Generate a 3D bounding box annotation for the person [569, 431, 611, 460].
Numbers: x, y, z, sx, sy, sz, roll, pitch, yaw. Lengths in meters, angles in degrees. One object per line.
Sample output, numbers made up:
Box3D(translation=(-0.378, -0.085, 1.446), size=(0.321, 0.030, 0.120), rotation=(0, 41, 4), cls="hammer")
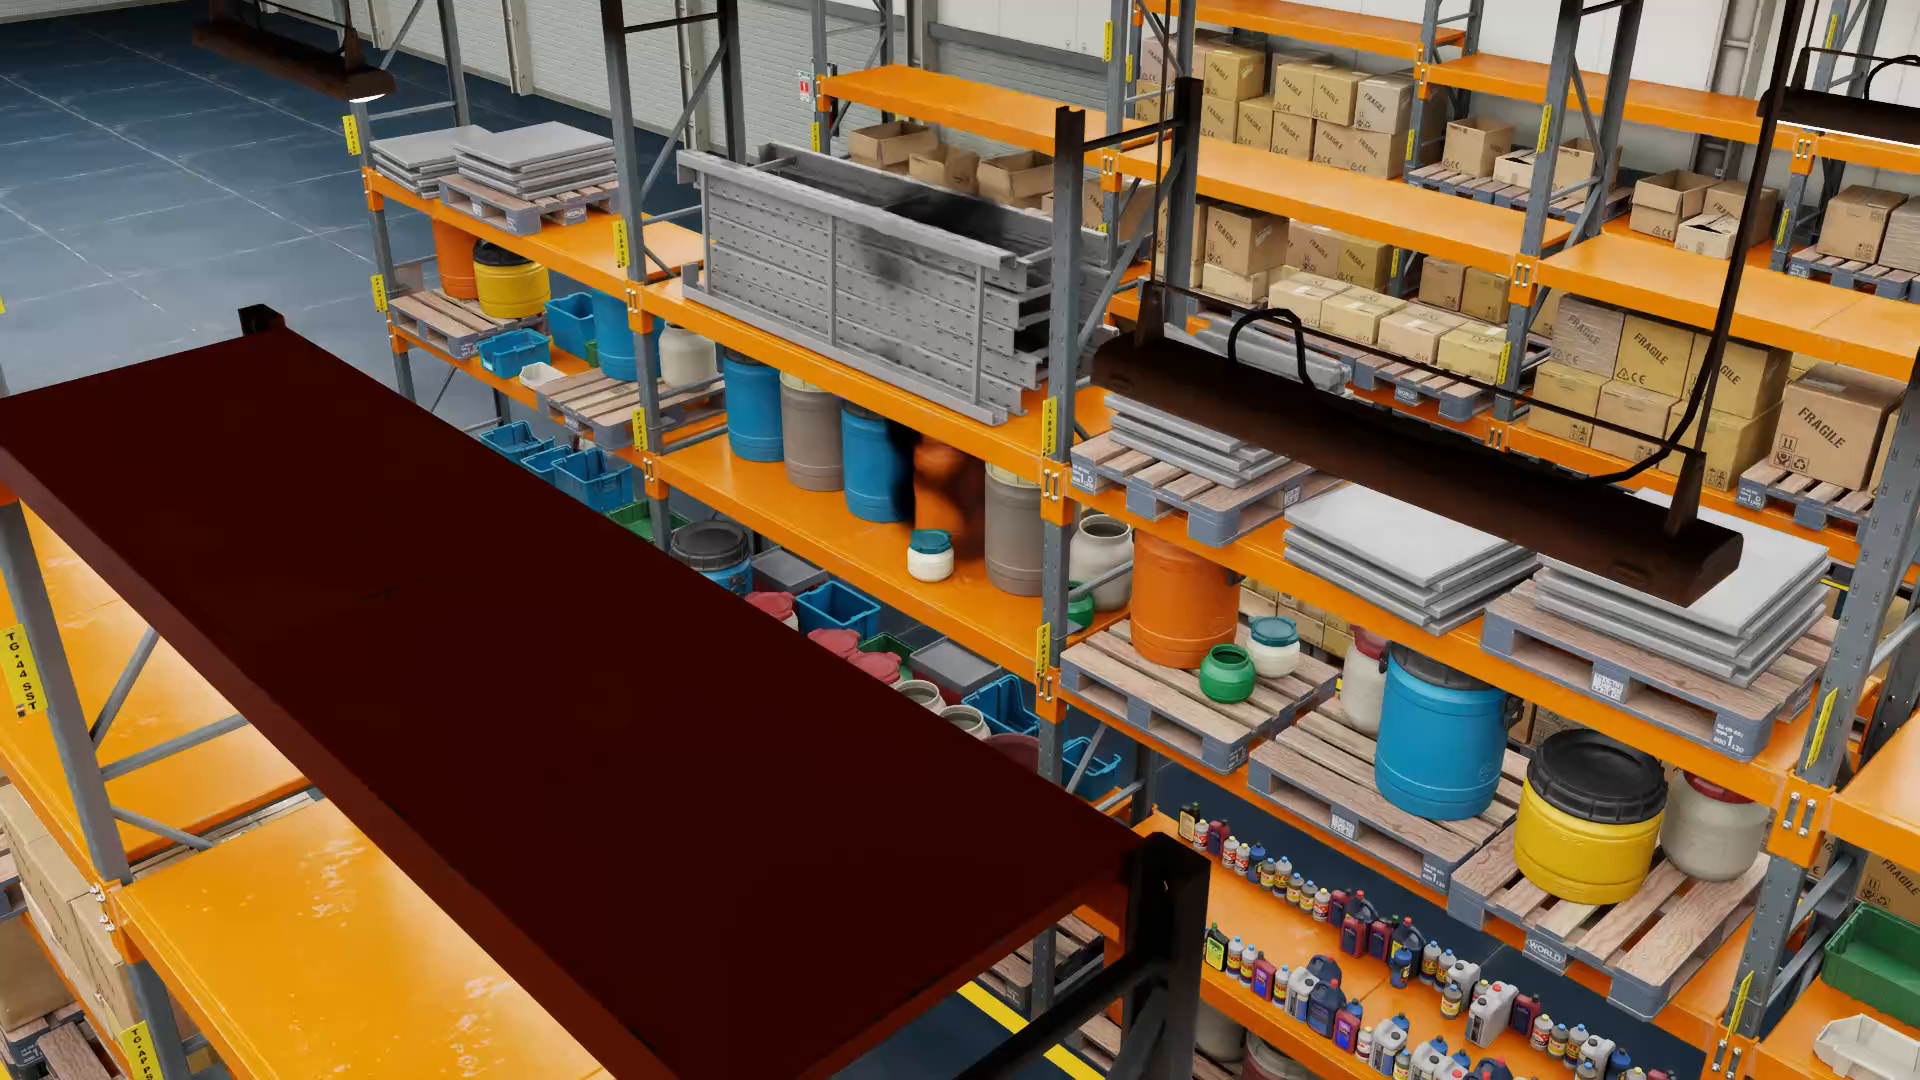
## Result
Box3D(translation=(-3.730, -0.920, 16.848), size=(0.502, 1.666, 0.607), rotation=(17, 33, 29), cls="person")
